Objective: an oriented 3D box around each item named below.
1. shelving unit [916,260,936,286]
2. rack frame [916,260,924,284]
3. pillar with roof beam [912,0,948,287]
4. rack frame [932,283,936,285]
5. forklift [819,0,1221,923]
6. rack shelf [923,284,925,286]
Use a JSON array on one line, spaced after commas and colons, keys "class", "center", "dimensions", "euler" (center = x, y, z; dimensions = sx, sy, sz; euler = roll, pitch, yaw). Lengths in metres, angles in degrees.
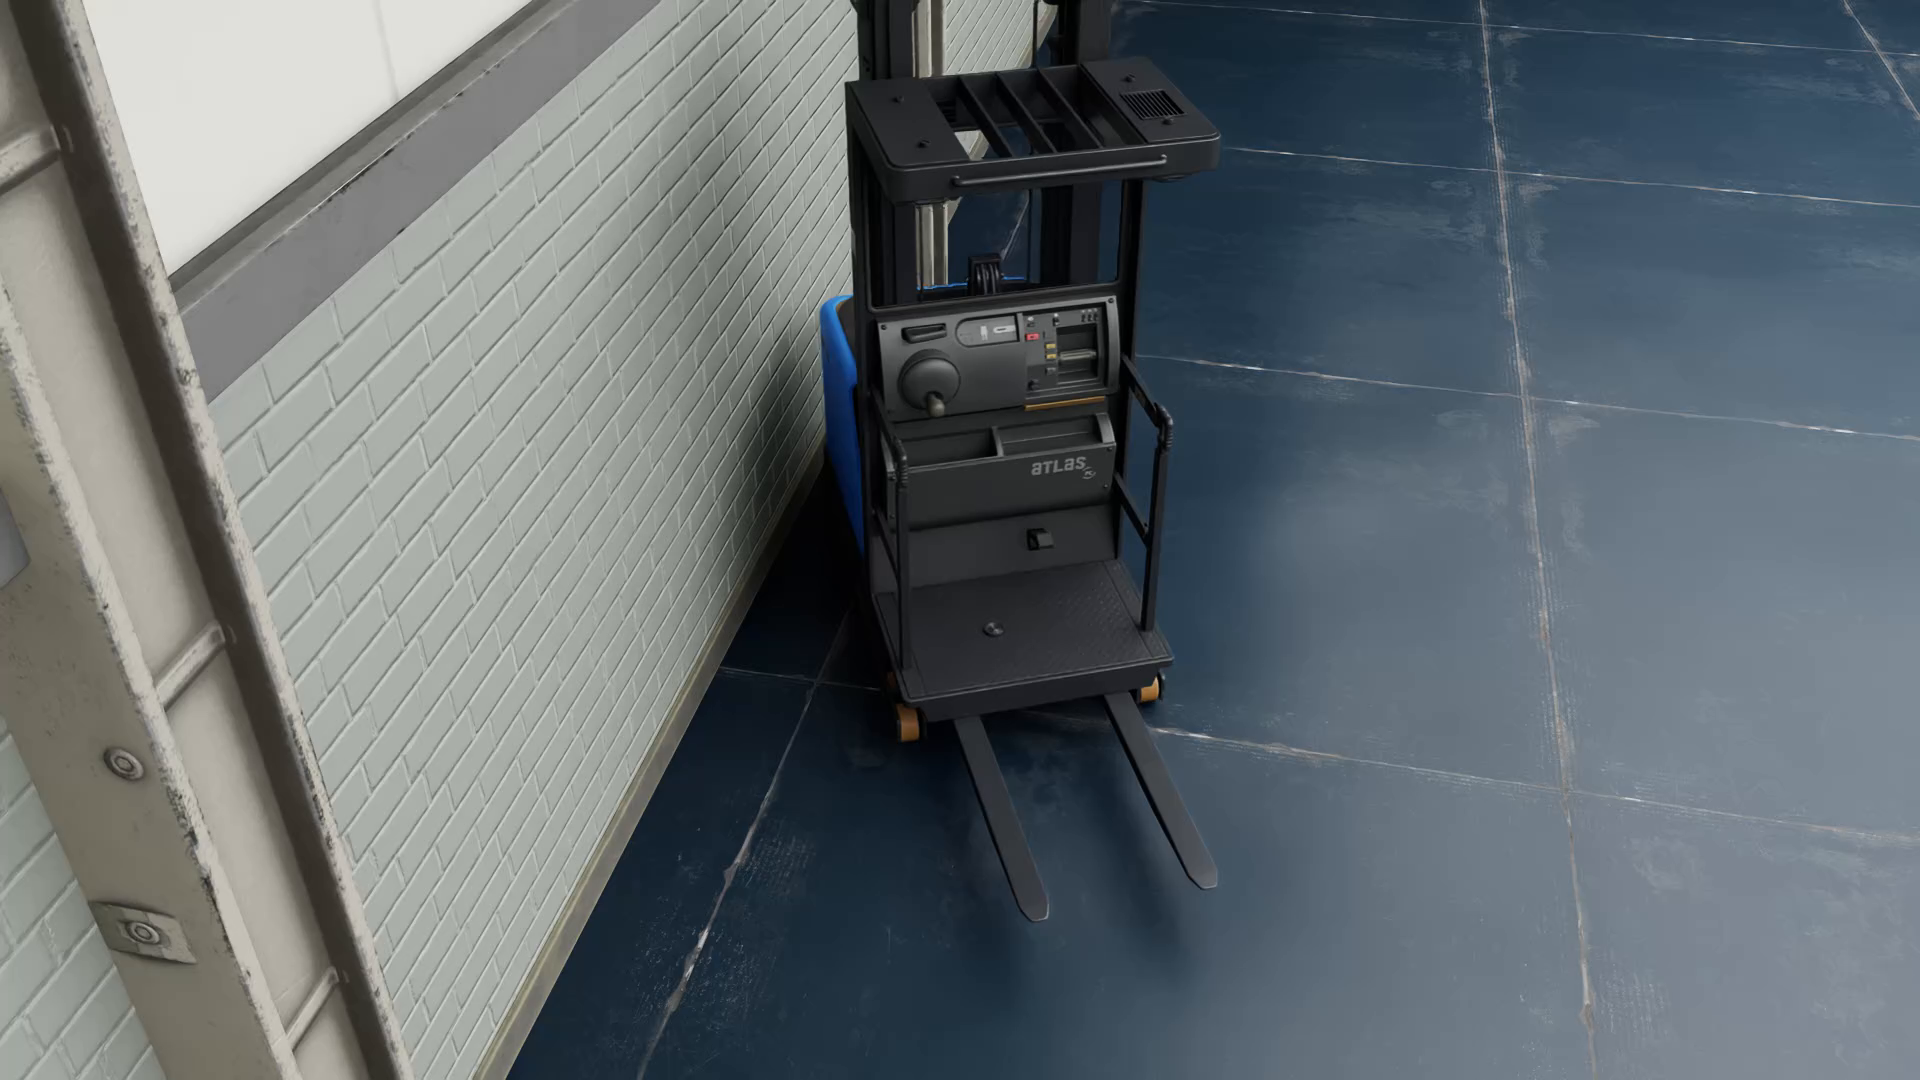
[{"class": "shelving unit", "center": [-0.238, -0.800, 7.959], "dimensions": [0.215, 1.050, 0.252], "euler": [-8, 37, -11]}, {"class": "rack frame", "center": [-0.267, -0.869, 8.055], "dimensions": [0.200, 1.050, 0.008], "euler": [-8, 37, -11]}, {"class": "pillar with roof beam", "center": [3.944, -4.275, 5.980], "dimensions": [9.100, 9.000, 0.400], "euler": [7, 37, 10]}, {"class": "rack frame", "center": [-0.209, -0.730, 7.863], "dimensions": [0.200, 1.050, 0.008], "euler": [-8, 37, -11]}, {"class": "forklift", "center": [0.205, -0.630, 6.121], "dimensions": [1.130, 2.935, 3.031], "euler": [-8, 37, -11]}, {"class": "rack shelf", "center": [-0.238, -1.021, 7.799], "dimensions": [0.215, 0.259, 0.240], "euler": [-8, 37, -11]}]
